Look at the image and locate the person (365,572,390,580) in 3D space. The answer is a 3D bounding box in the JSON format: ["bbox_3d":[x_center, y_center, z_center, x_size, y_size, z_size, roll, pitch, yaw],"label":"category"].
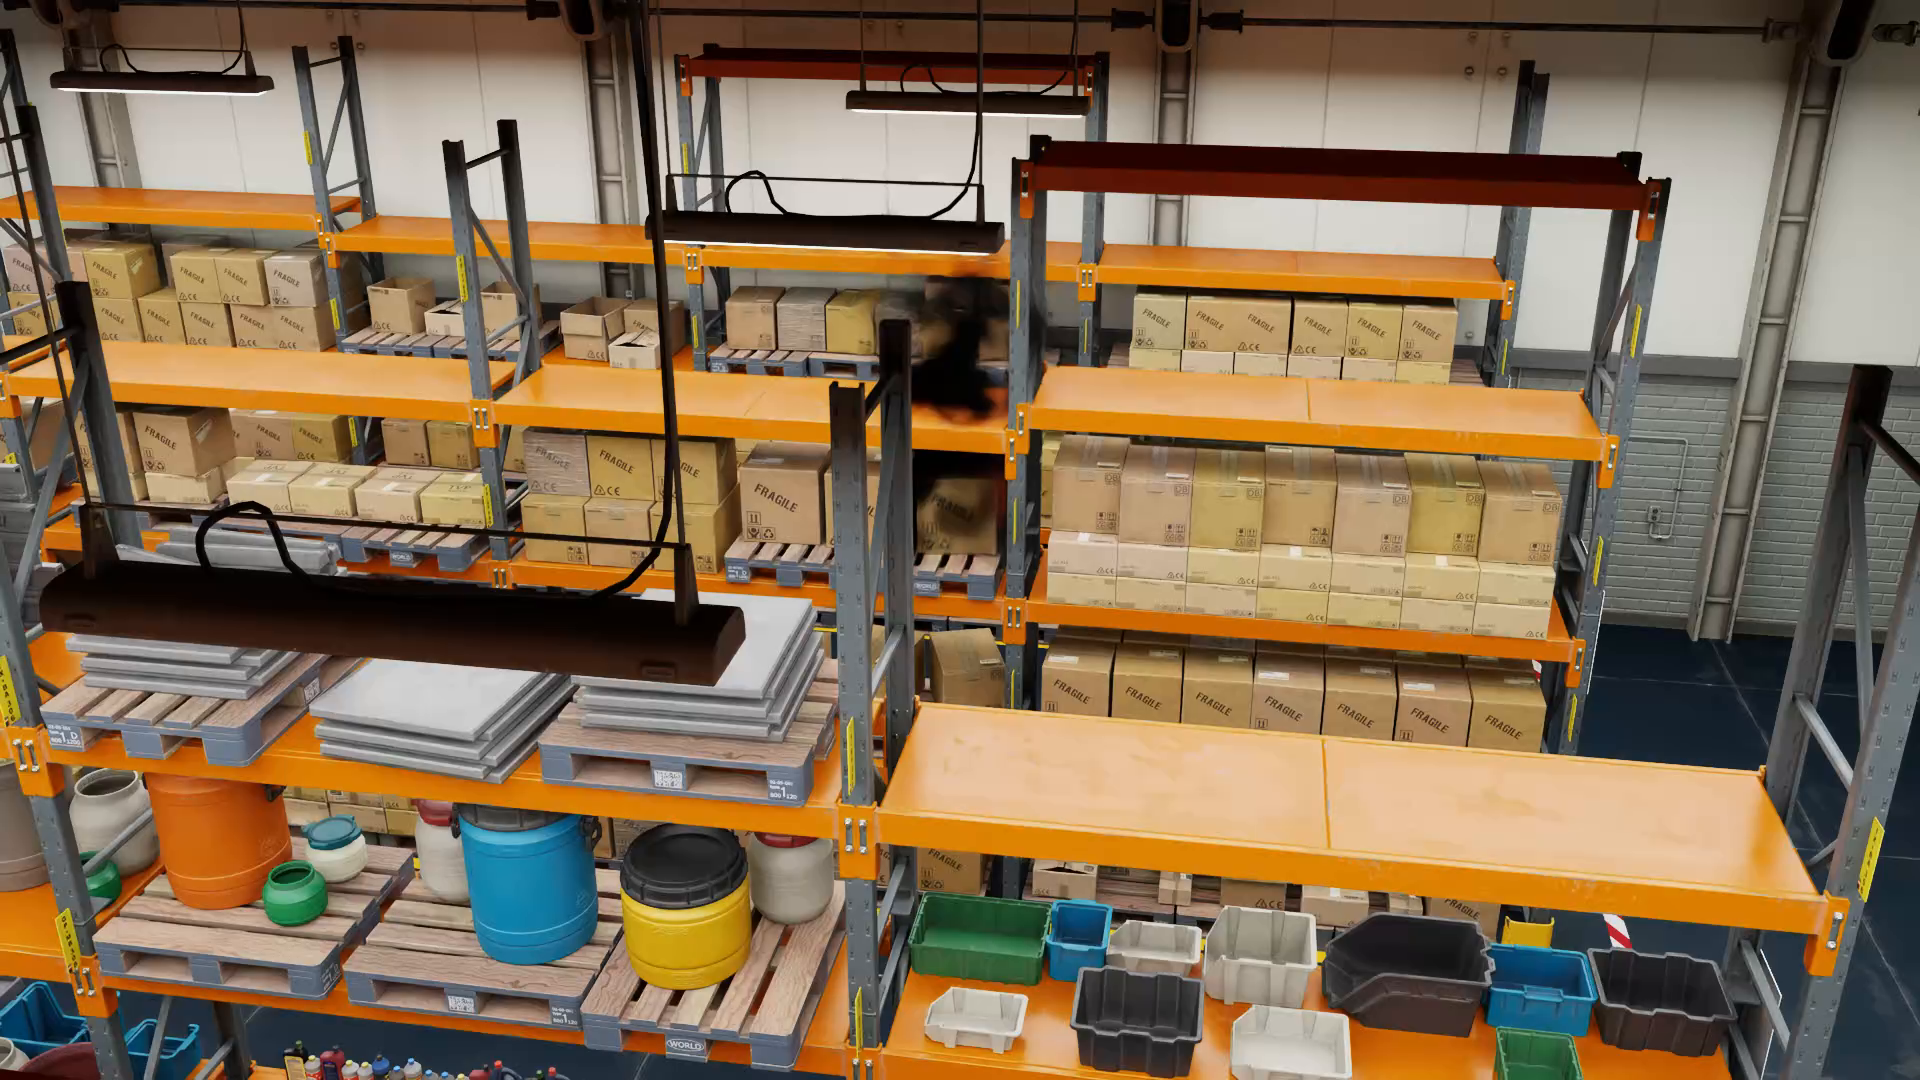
[{"bbox_3d":[-5.607,0.938,16.168,0.512,1.552,0.507,1,23,3],"label":"person"}]
